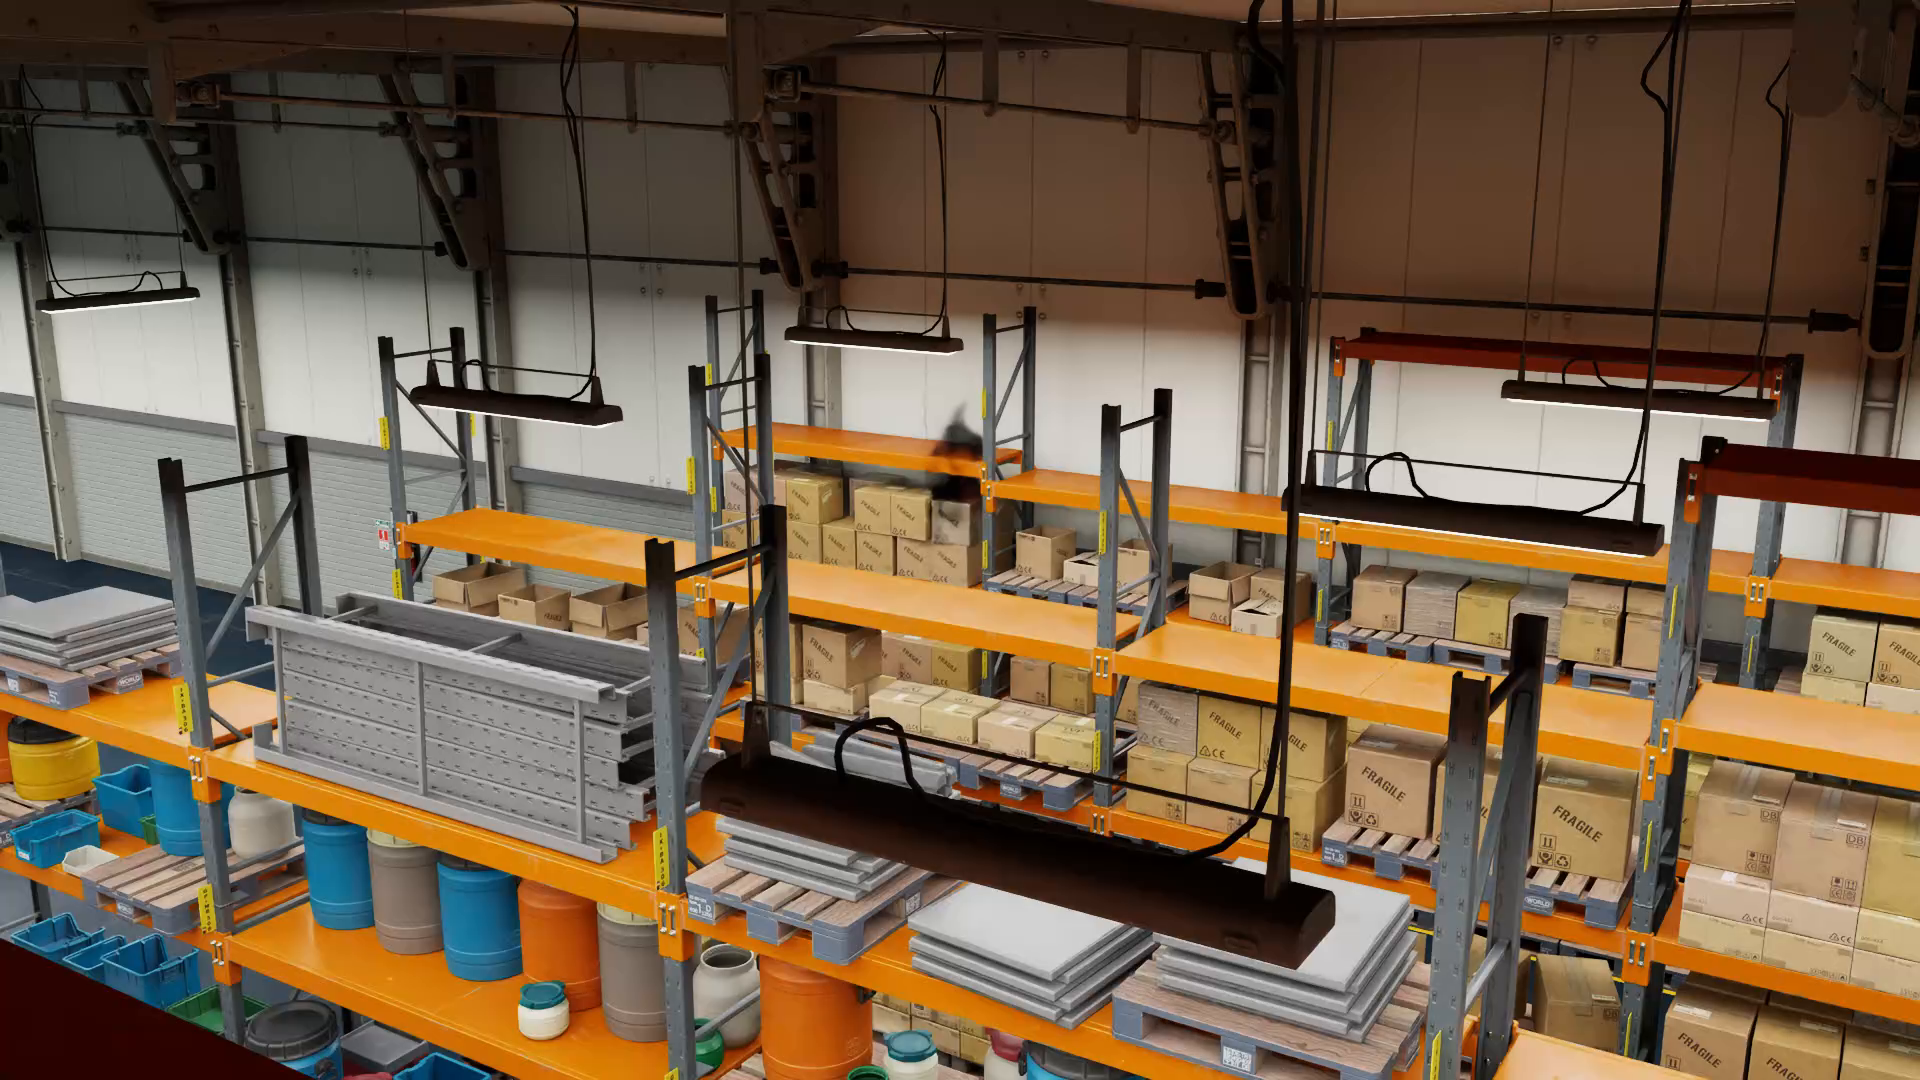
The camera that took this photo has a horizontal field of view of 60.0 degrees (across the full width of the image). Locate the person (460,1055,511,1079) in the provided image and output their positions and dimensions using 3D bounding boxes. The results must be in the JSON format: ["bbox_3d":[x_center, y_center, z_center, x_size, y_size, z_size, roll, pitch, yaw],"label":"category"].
[{"bbox_3d":[-3.737,4.125,13.017,0.647,1.717,0.642,8,16,28],"label":"person"}]
